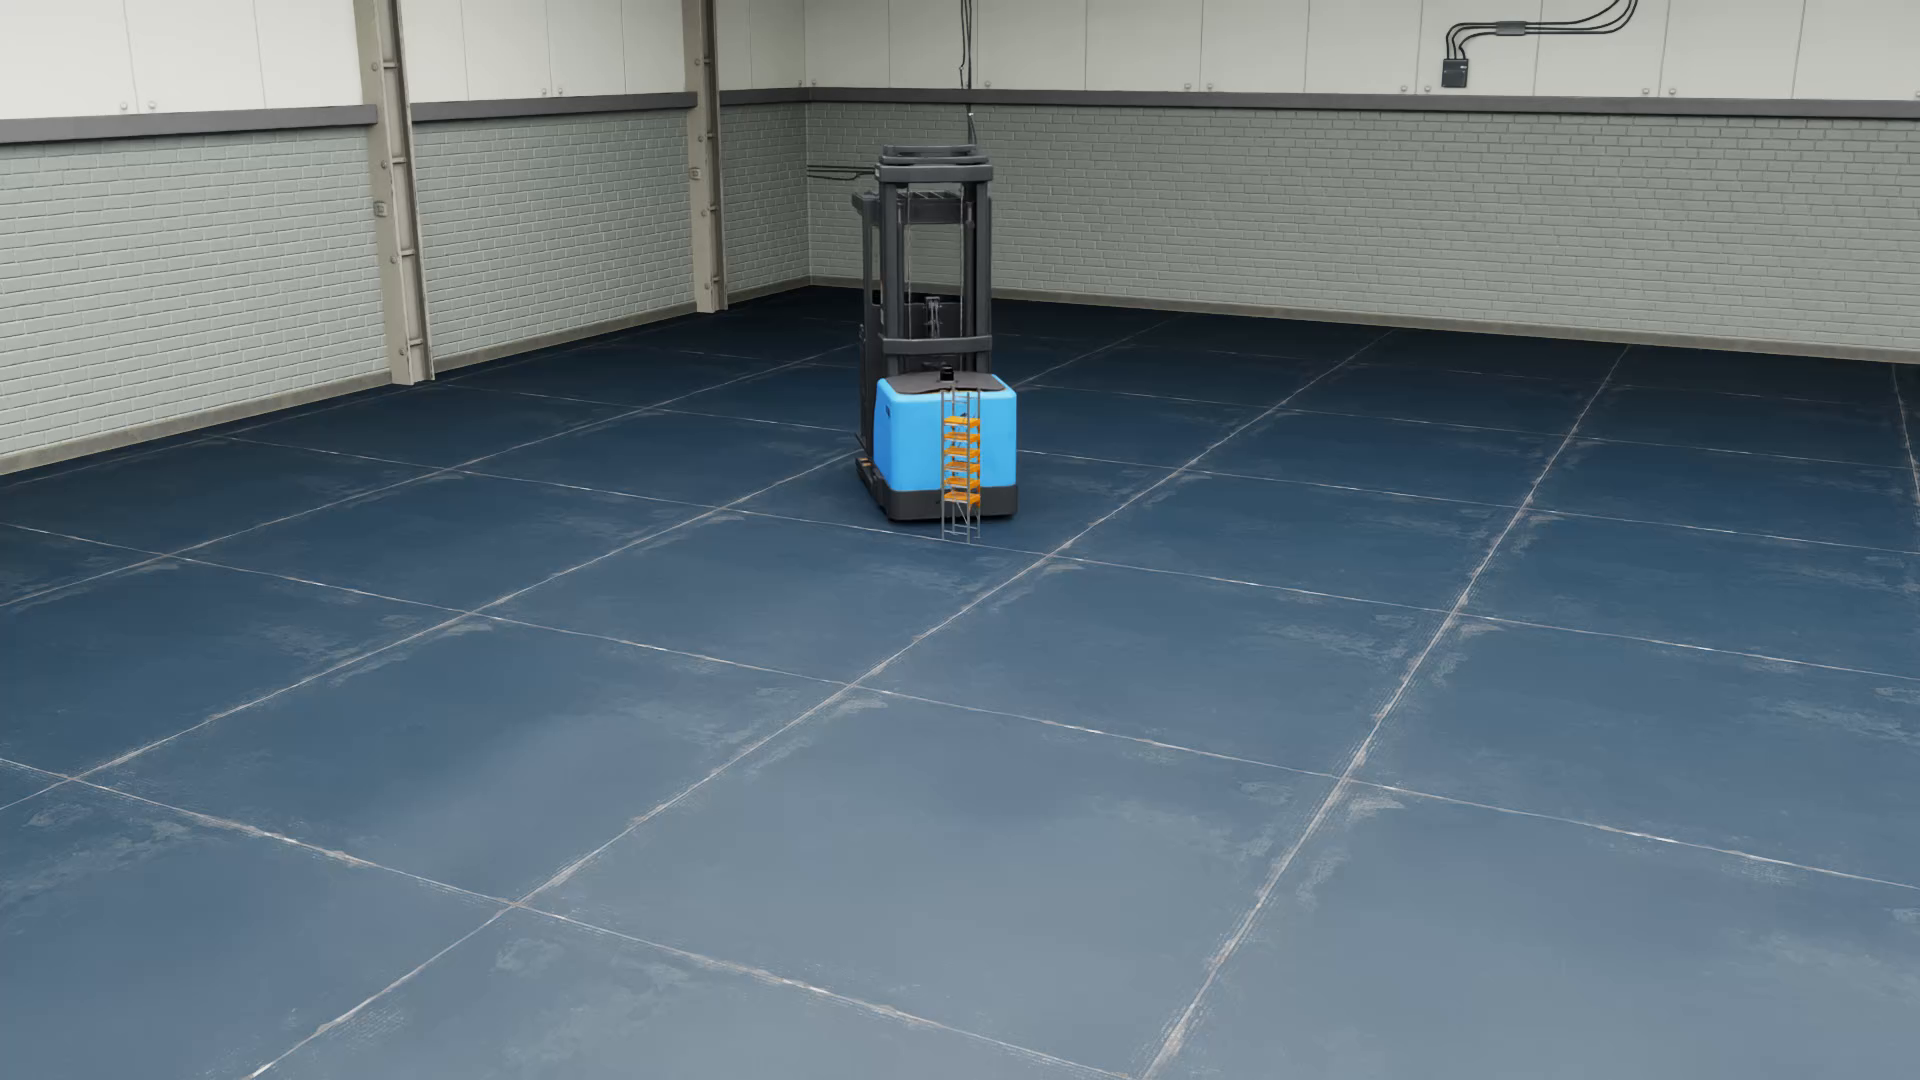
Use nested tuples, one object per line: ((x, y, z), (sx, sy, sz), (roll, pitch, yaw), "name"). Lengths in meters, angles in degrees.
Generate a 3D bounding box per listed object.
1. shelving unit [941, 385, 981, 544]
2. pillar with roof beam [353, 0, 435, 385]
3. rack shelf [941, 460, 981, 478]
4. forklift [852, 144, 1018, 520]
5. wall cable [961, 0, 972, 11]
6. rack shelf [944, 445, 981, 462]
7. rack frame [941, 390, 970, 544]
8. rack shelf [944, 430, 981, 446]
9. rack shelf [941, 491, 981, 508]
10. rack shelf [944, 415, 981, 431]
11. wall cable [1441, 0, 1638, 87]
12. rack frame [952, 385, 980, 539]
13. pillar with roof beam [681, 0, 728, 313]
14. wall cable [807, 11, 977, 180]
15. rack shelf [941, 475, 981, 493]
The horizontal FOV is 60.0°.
((0.006, -0.579, 12.866), (0.258, 1.200, 0.189), (8, 18, 25), "shelving unit")
((-2.466, -5.601, 16.075), (9.100, 9.000, 0.400), (8, 18, 25), "pillar with roof beam")
((0.006, -0.536, 12.879), (0.258, 0.103, 0.180), (8, 18, 25), "rack shelf")
((-0.325, -1.940, 14.407), (1.130, 2.935, 3.031), (-3, 17, -11), "forklift")
((1.284, -8.847, 23.589), (3.097, 2.526, 0.112), (8, 18, 25), "wall cable")
((0.006, -0.651, 12.844), (0.258, 0.103, 0.180), (8, 18, 25), "rack shelf")
((-0.034, -0.556, 12.787), (0.240, 1.200, 0.006), (8, 18, 25), "rack frame")
((0.006, -0.766, 12.810), (0.258, 0.103, 0.180), (8, 18, 25), "rack shelf")
((0.006, -0.306, 12.947), (0.258, 0.103, 0.180), (8, 18, 25), "rack shelf")
((0.006, -0.881, 12.776), (0.258, 0.103, 0.180), (8, 18, 25), "rack shelf")
((7.349, -8.677, 20.461), (2.305, 6.003, 0.169), (8, 18, 25), "wall cable")
((0.047, -0.602, 12.944), (0.240, 1.200, 0.006), (8, 18, 25), "rack frame")
((0.215, -7.129, 21.221), (9.100, 9.000, 0.400), (8, 18, 25), "pillar with roof beam")
((-1.136, -6.770, 25.467), (3.097, 2.526, 0.112), (8, 18, 25), "wall cable")
((0.006, -0.421, 12.913), (0.258, 0.103, 0.180), (8, 18, 25), "rack shelf")
